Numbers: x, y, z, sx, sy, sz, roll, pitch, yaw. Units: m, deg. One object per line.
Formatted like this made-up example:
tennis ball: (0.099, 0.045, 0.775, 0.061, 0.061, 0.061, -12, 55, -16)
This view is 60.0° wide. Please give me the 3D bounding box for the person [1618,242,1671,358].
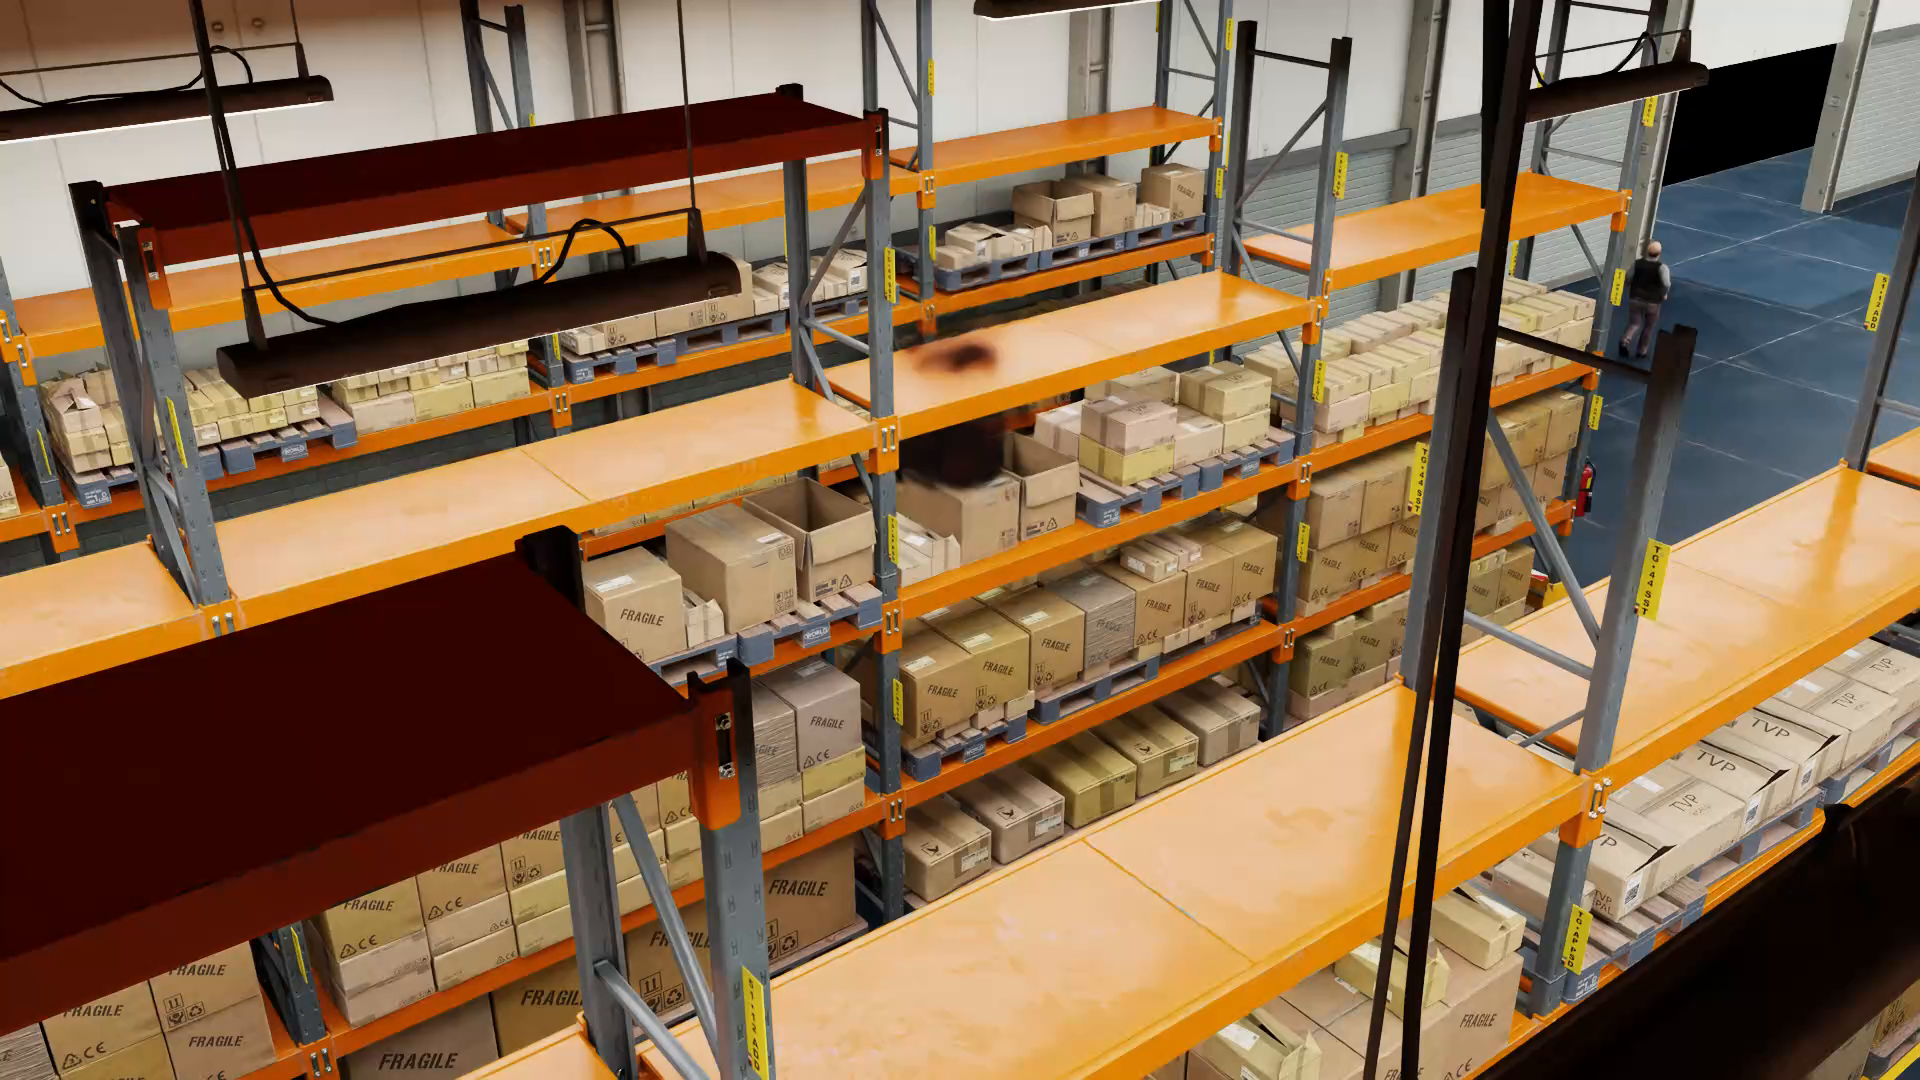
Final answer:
person: (9.404, -3.250, 22.838, 0.662, 1.719, 0.847, 19, 32, 34)
